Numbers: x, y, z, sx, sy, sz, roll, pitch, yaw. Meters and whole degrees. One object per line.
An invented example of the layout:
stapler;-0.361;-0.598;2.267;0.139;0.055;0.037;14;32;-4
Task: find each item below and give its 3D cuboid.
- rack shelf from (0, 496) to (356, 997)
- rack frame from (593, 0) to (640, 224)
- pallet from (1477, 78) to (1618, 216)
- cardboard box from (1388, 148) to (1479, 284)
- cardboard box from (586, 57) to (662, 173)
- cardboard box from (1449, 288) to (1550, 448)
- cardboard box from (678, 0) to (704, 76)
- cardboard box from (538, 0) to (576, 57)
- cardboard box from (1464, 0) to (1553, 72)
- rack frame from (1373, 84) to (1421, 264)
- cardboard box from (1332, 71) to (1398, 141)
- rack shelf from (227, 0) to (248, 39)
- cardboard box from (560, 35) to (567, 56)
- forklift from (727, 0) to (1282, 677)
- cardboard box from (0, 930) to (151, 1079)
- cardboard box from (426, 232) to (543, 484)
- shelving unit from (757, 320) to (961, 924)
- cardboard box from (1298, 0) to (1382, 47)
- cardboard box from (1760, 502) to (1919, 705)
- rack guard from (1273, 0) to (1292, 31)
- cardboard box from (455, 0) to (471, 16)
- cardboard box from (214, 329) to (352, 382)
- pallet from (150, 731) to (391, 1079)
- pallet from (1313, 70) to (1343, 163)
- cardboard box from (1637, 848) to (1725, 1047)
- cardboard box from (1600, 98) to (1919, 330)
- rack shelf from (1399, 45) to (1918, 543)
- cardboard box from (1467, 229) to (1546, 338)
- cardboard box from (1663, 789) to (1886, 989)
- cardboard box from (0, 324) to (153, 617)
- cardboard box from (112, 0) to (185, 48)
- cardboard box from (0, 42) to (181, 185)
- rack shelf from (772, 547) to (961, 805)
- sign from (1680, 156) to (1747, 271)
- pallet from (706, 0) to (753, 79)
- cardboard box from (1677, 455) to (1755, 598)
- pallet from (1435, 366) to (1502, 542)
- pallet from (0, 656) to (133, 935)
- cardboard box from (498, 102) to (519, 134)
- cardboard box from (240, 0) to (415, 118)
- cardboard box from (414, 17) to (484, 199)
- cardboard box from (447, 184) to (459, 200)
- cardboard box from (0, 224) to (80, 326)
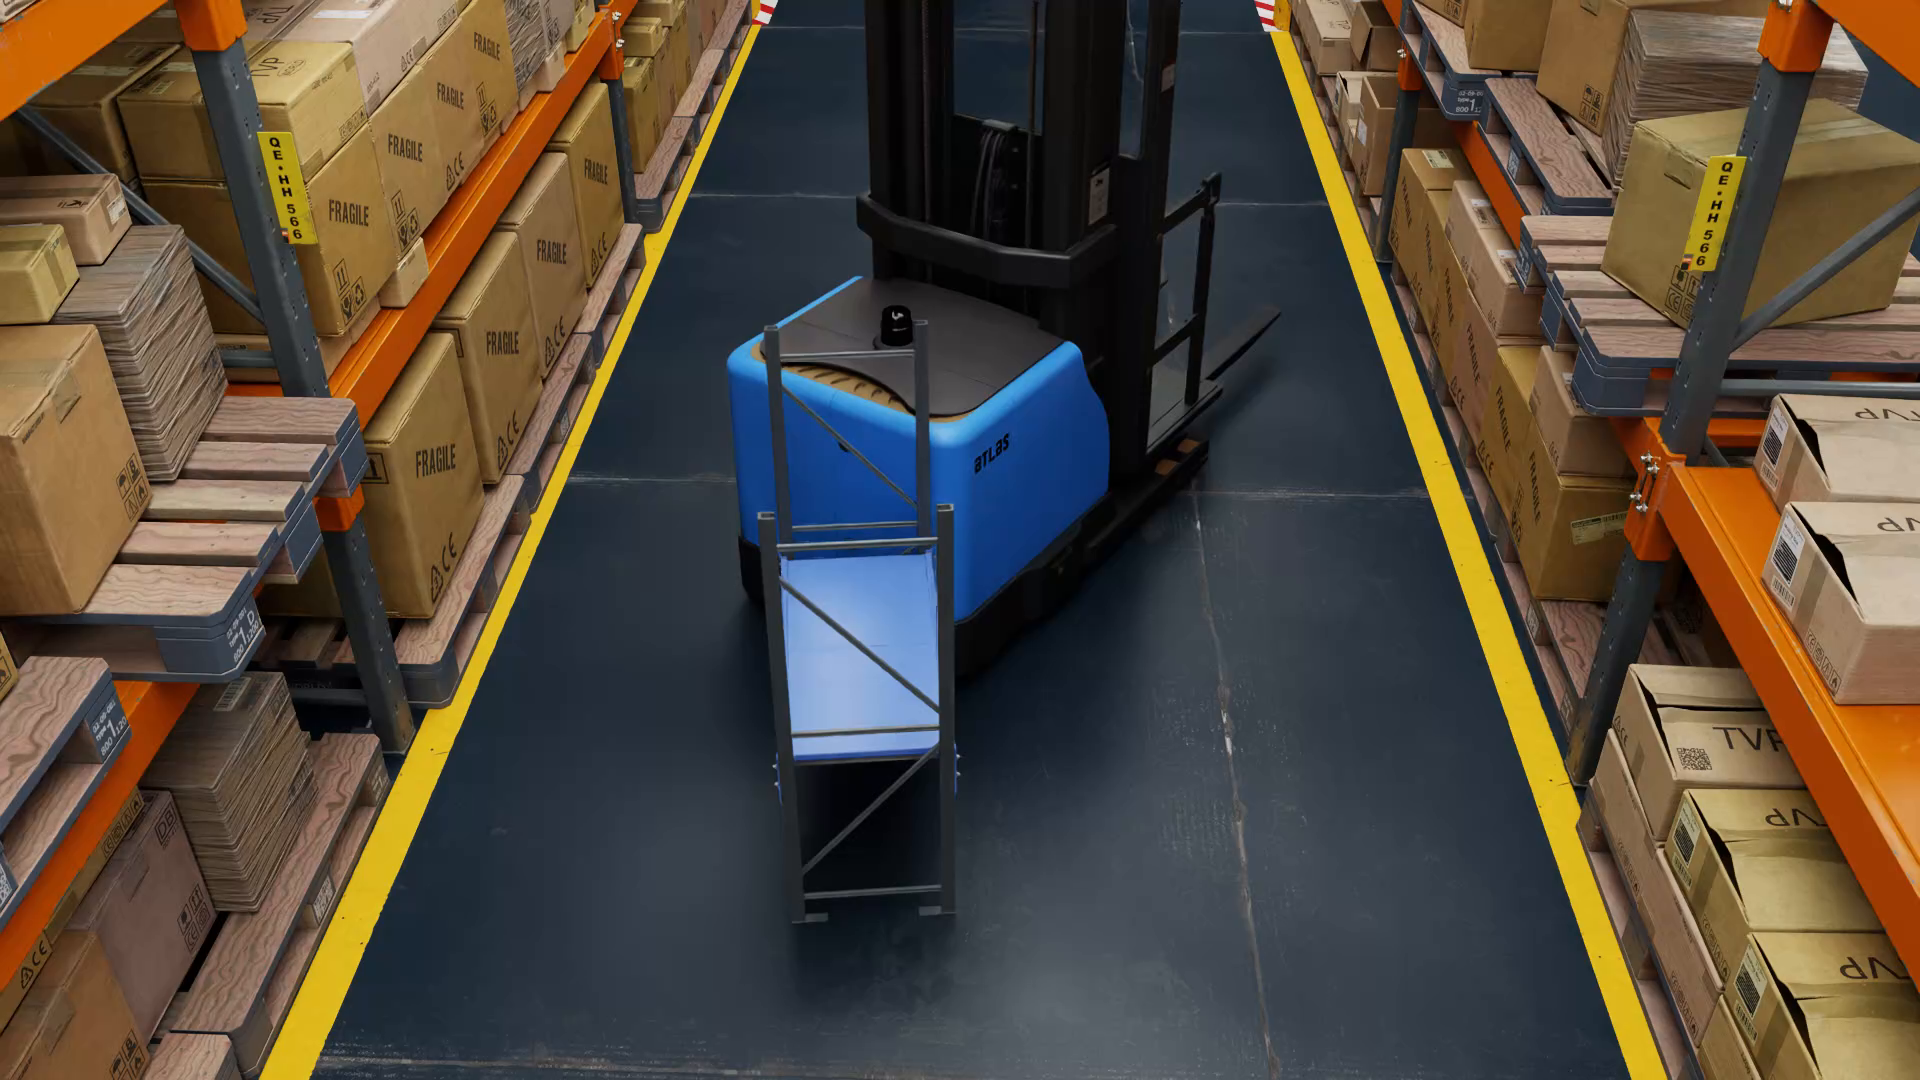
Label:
rack shelf;-2.476;0.912;3.469;1.077;0.370;4.000;1;35;2
rack frame;-2.235;-2.830;8.168;1.000;3.000;0.127;1;35;2
pallet;2.628;-1.458;6.383;1.003;0.211;1.213;1;35;2
cardboard box;2.452;-1.602;8.213;0.500;0.500;0.500;0;35;0
cardboard box;-2.103;-2.406;9.374;0.700;0.500;0.500;2;35;2
cardboard box;2.393;-0.718;6.955;0.500;0.500;0.500;0;35;0
cardboard box;-2.042;-3.296;10.640;0.700;0.500;0.500;0;35;0
cardboard box;-2.012;-2.436;7.244;0.500;0.500;0.500;2;35;2
cardboard box;2.508;-2.267;6.914;0.700;0.500;0.500;7;36;9
rack frame;2.715;-2.717;8.008;1.000;3.000;0.127;1;35;2
cardboard box;2.484;-2.562;9.743;0.500;0.311;0.500;1;35;2
rack shelf;-2.315;-2.613;5.877;1.077;0.370;4.000;1;35;2
cardboard box;-2.008;-2.241;7.531;0.380;0.149;0.250;2;35;3
forklift;0.409;-1.514;6.355;1.130;2.935;3.031;21;40;27
cardboard box;-2.501;1.305;4.075;0.700;0.500;0.500;1;35;2
cardboard box;-2.194;-0.746;6.708;0.750;0.750;0.750;1;35;2
shelving unit;-0.307;0.249;5.092;0.538;1.500;1.048;-3;35;-4
cardboard box;2.550;-3.477;11.098;0.500;0.250;0.500;1;35;2
cardboard box;2.325;0.127;4.039;0.500;0.311;0.500;1;35;1
rack guard;2.872;-3.949;11.934;1.175;0.500;0.348;1;35;2
cardboard box;-2.069;-2.154;6.190;0.500;0.250;0.500;1;35;1
cardboard box;-2.151;-0.621;5.226;0.380;0.149;0.250;1;35;1
pallet;-2.429;1.058;5.061;1.003;0.211;1.213;1;35;2
pallet;2.789;-2.674;10.371;1.003;0.211;1.213;1;35;2
cardboard box;2.220;1.117;4.578;0.500;0.250;0.500;0;35;1
cardboard box;2.467;-0.996;5.107;0.700;0.500;0.500;-10;36;-14
rack shelf;2.634;-1.274;6.580;1.077;0.370;4.000;1;35;2
cardboard box;2.392;-1.046;6.769;0.500;0.250;0.500;1;35;1
cardboard box;2.227;0.901;4.398;0.500;0.311;0.500;1;35;1
cardboard box;-2.400;-0.160;3.900;0.700;0.500;0.500;-2;35;-3
cardboard box;-2.612;-1.573;5.364;0.500;0.250;0.500;0;35;0
cardboard box;-2.637;-1.276;4.941;0.500;0.250;0.500;2;35;3
rack shelf;-0.307;0.396;5.195;0.538;0.185;1.000;-3;35;-4
sign;2.011;-0.868;4.438;0.100;0.325;0.005;1;35;2
pallet;-2.028;-3.526;11.583;1.003;0.211;1.213;1;35;2
cardboard box;2.873;-0.132;6.121;0.500;0.500;0.500;0;35;0
pallet;2.674;-0.406;7.144;1.003;0.211;1.213;1;35;2
pallet;-2.434;0.685;3.333;1.003;0.211;1.213;1;35;2
cardboard box;-2.061;-1.805;6.911;0.380;0.149;0.250;0;35;1
cardboard box;-2.099;-1.573;5.364;0.500;0.250;0.500;1;35;1
cardboard box;-2.069;-1.561;6.000;0.500;0.500;0.500;1;35;2
cardboard box;-2.127;-1.361;6.278;0.380;0.149;0.250;2;35;3
cardboard box;-2.378;-0.634;4.009;0.380;0.149;0.250;-4;35;-6
